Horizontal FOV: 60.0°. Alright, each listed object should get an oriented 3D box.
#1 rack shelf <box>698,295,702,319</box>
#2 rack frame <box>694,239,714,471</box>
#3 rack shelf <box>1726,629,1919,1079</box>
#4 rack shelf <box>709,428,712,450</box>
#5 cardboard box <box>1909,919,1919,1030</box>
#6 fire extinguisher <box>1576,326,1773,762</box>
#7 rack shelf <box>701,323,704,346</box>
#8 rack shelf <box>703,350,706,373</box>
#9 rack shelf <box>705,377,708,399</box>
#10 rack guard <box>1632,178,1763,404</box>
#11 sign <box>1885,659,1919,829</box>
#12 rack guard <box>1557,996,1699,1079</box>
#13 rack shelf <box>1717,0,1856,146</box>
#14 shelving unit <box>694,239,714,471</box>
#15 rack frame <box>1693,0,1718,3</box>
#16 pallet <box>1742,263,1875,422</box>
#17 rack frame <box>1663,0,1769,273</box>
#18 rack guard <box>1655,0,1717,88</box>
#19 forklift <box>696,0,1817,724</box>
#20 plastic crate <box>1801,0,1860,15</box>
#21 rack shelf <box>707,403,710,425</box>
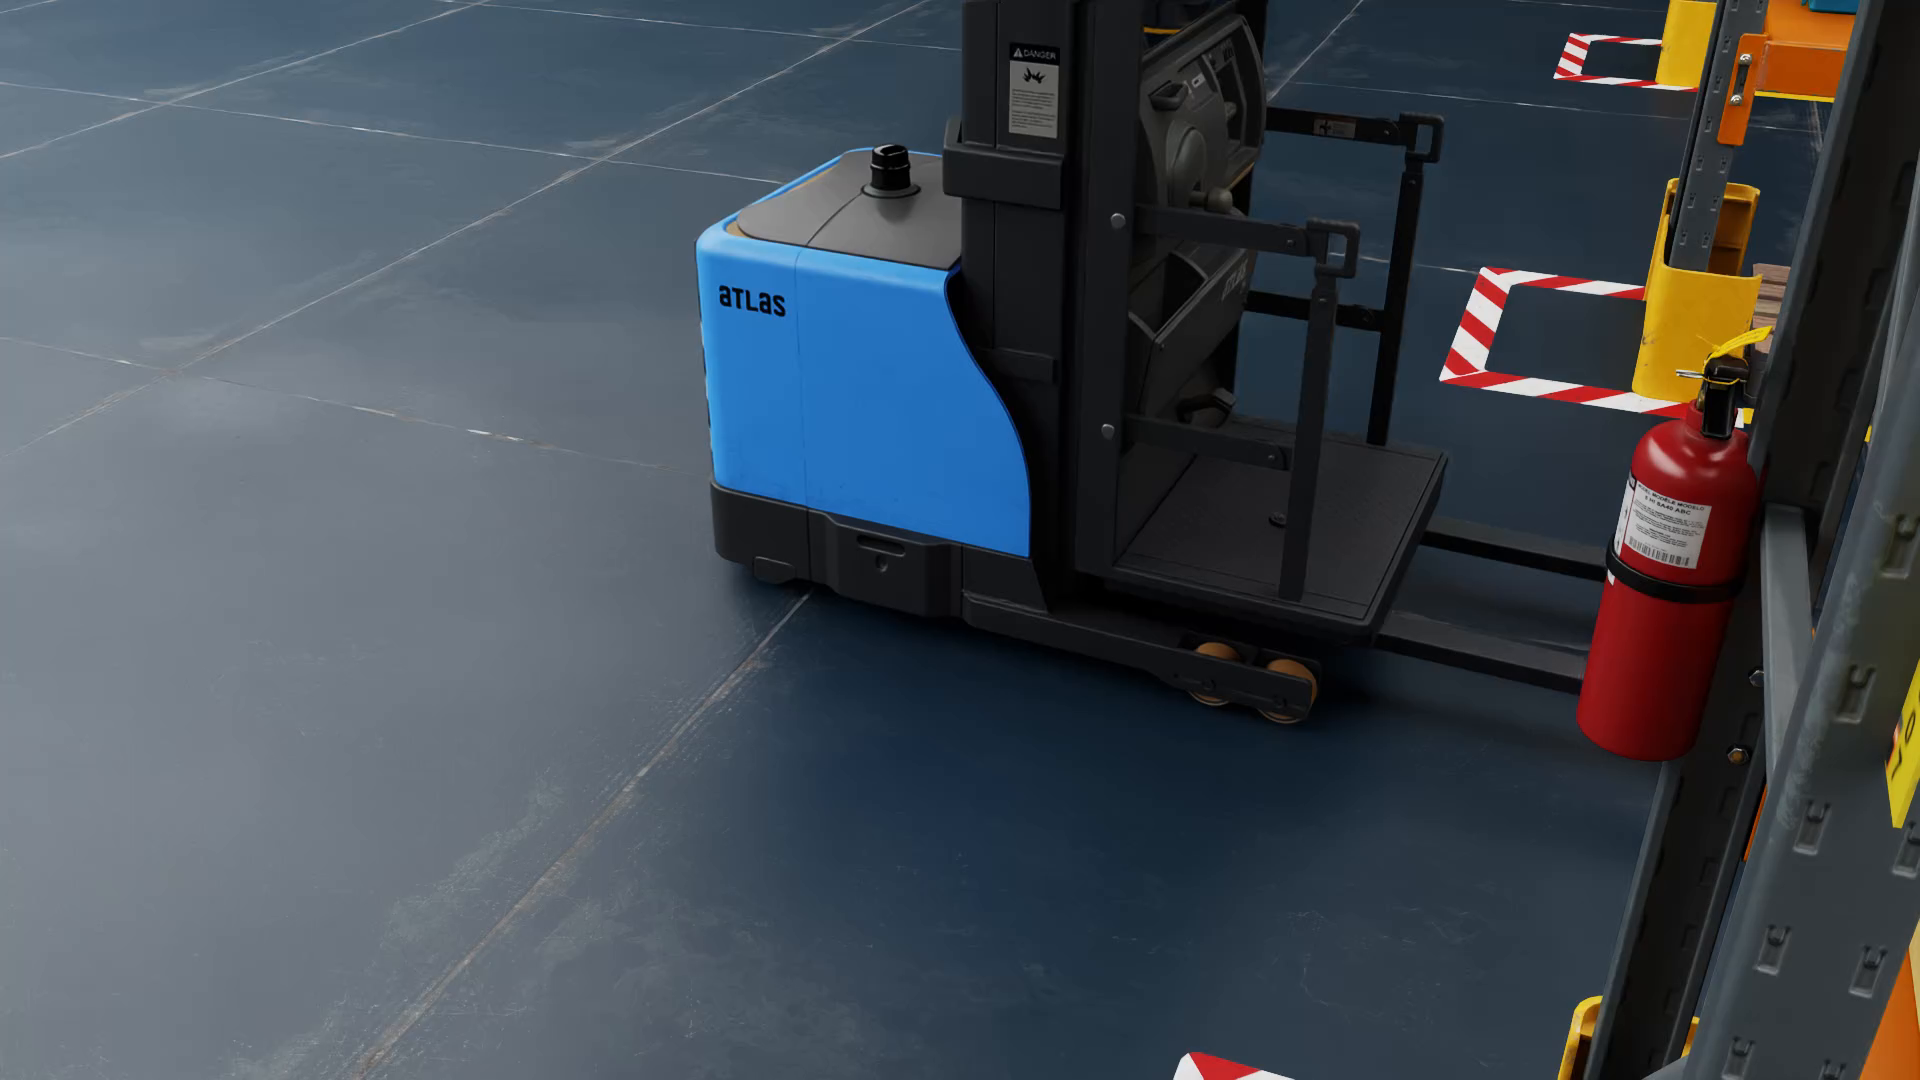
[{"bbox_3d":[-0.659,-0.750,5.182,0.200,0.077,0.258,13,32,22],"label":"rack shelf"},{"bbox_3d":[-0.751,-0.565,5.336,0.006,0.900,0.240,13,32,22],"label":"rack frame"},{"bbox_3d":[2.787,0.869,1.395,4.000,0.370,1.077,11,31,19],"label":"rack shelf"},{"bbox_3d":[-0.659,-0.359,5.404,0.200,0.077,0.258,13,32,22],"label":"rack shelf"},{"bbox_3d":[1.108,0.457,1.649,0.250,0.149,0.380,11,31,19],"label":"cardboard box"},{"bbox_3d":[1.001,-0.012,2.301,0.183,0.674,0.296,11,31,19],"label":"fire extinguisher"},{"bbox_3d":[-0.659,-0.672,5.226,0.200,0.077,0.258,13,32,22],"label":"rack shelf"},{"bbox_3d":[-0.659,-0.594,5.271,0.200,0.077,0.258,13,32,22],"label":"rack shelf"},{"bbox_3d":[-0.659,-0.515,5.315,0.200,0.077,0.258,13,32,22],"label":"rack shelf"},{"bbox_3d":[2.884,-0.992,6.497,0.348,0.500,1.175,11,31,19],"label":"rack guard"},{"bbox_3d":[0.730,0.056,1.222,0.005,0.325,0.100,11,31,19],"label":"sign"},{"bbox_3d":[1.004,1.288,2.463,0.348,0.500,1.175,11,31,19],"label":"rack guard"},{"bbox_3d":[4.649,-1.389,5.391,4.000,0.370,1.077,11,31,19],"label":"rack shelf"},{"bbox_3d":[-0.659,-0.544,5.299,0.210,0.900,0.258,13,32,22],"label":"shelving unit"},{"bbox_3d":[4.662,-4.330,9.863,0.127,3.000,1.000,11,31,19],"label":"rack frame"},{"bbox_3d":[3.635,-0.713,6.298,1.213,0.211,1.003,11,31,19],"label":"pallet"},{"bbox_3d":[2.796,-2.073,5.869,0.127,3.000,1.000,11,31,19],"label":"rack frame"},{"bbox_3d":[4.640,-3.247,10.486,0.348,0.500,1.175,11,31,19],"label":"rack guard"},{"bbox_3d":[0.813,-1.090,4.199,3.031,2.935,1.130,13,32,22],"label":"forklift"},{"bbox_3d":[3.372,-2.052,5.983,0.616,0.251,0.499,11,31,19],"label":"plastic crate"},{"bbox_3d":[-0.659,-0.437,5.359,0.200,0.077,0.258,13,32,22],"label":"rack shelf"}]
